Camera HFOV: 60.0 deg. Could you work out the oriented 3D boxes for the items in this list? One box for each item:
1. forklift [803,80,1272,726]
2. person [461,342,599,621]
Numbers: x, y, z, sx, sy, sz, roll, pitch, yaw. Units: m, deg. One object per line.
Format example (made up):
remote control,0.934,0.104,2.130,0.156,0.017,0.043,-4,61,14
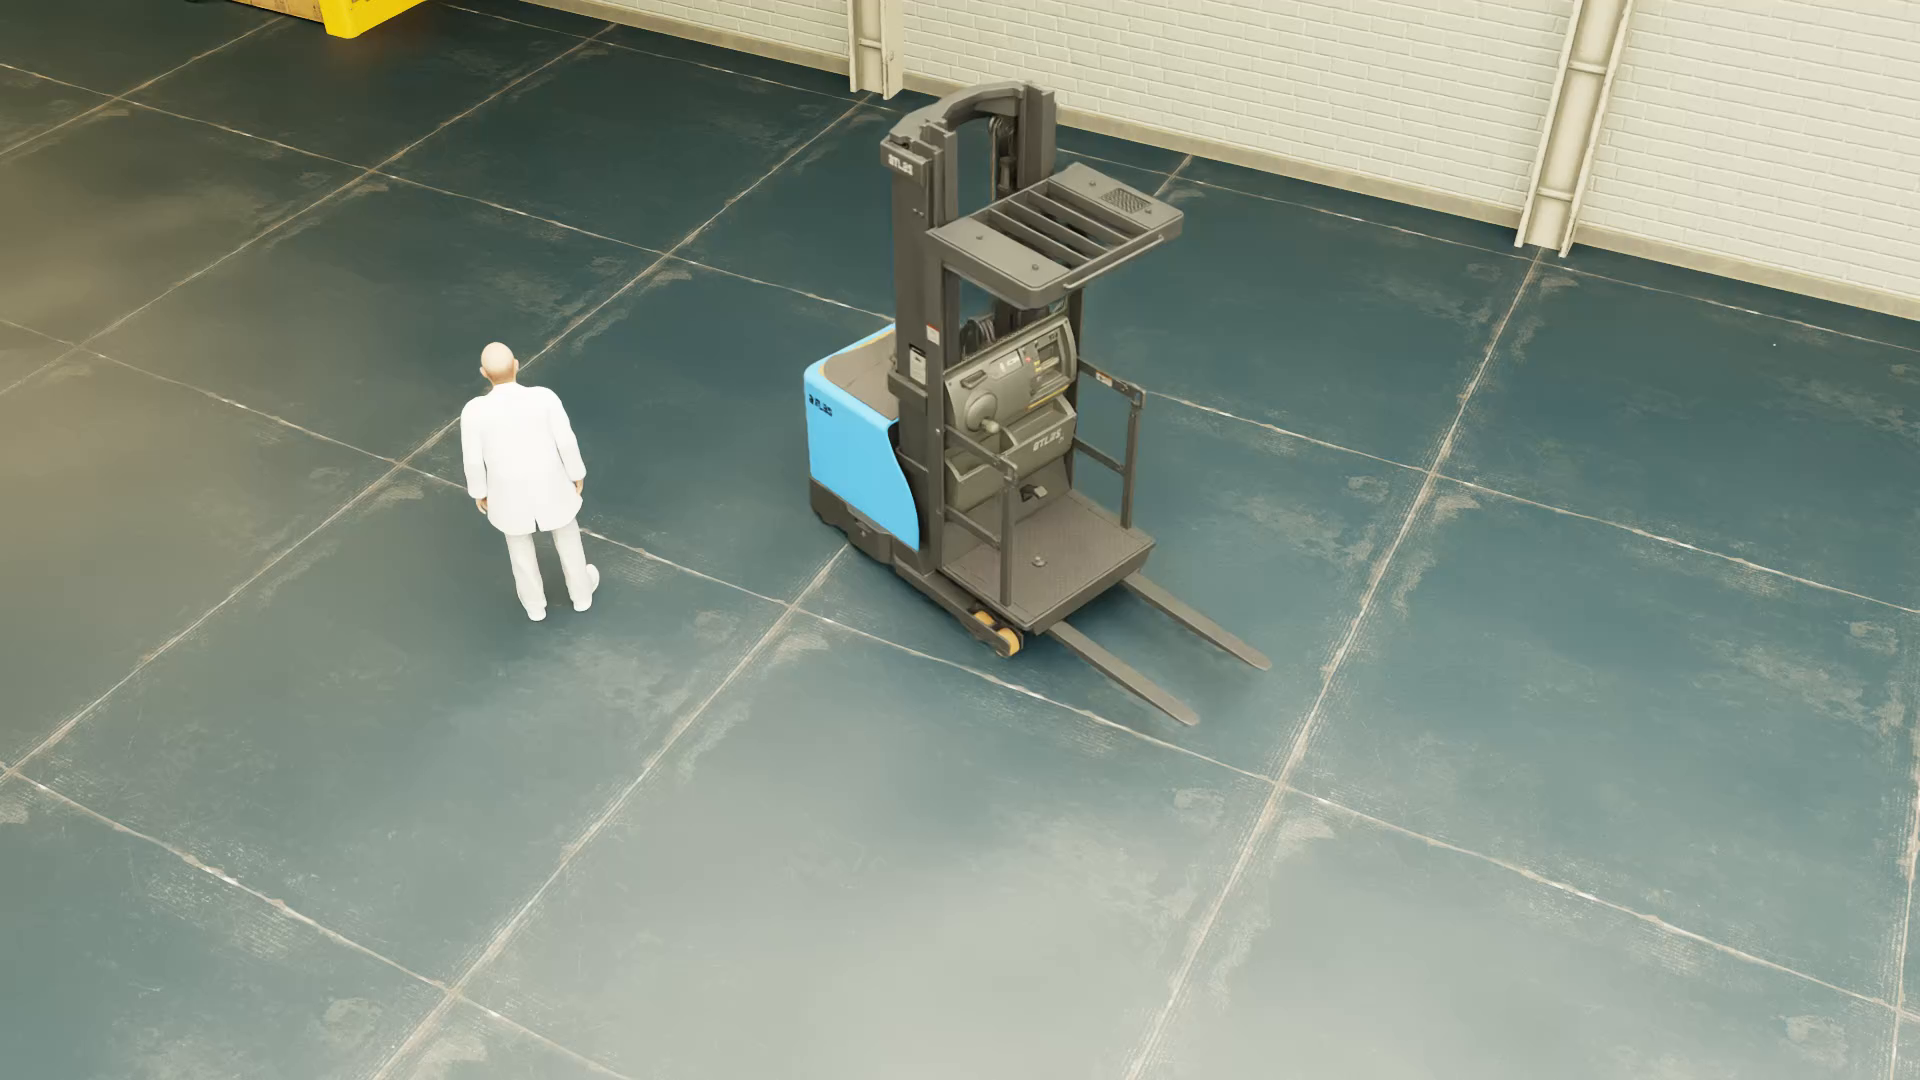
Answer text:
forklift,0.432,-0.830,8.972,1.130,2.935,3.031,-31,49,-32
person,-2.406,-0.314,9.259,0.644,1.772,0.429,-11,41,-12
